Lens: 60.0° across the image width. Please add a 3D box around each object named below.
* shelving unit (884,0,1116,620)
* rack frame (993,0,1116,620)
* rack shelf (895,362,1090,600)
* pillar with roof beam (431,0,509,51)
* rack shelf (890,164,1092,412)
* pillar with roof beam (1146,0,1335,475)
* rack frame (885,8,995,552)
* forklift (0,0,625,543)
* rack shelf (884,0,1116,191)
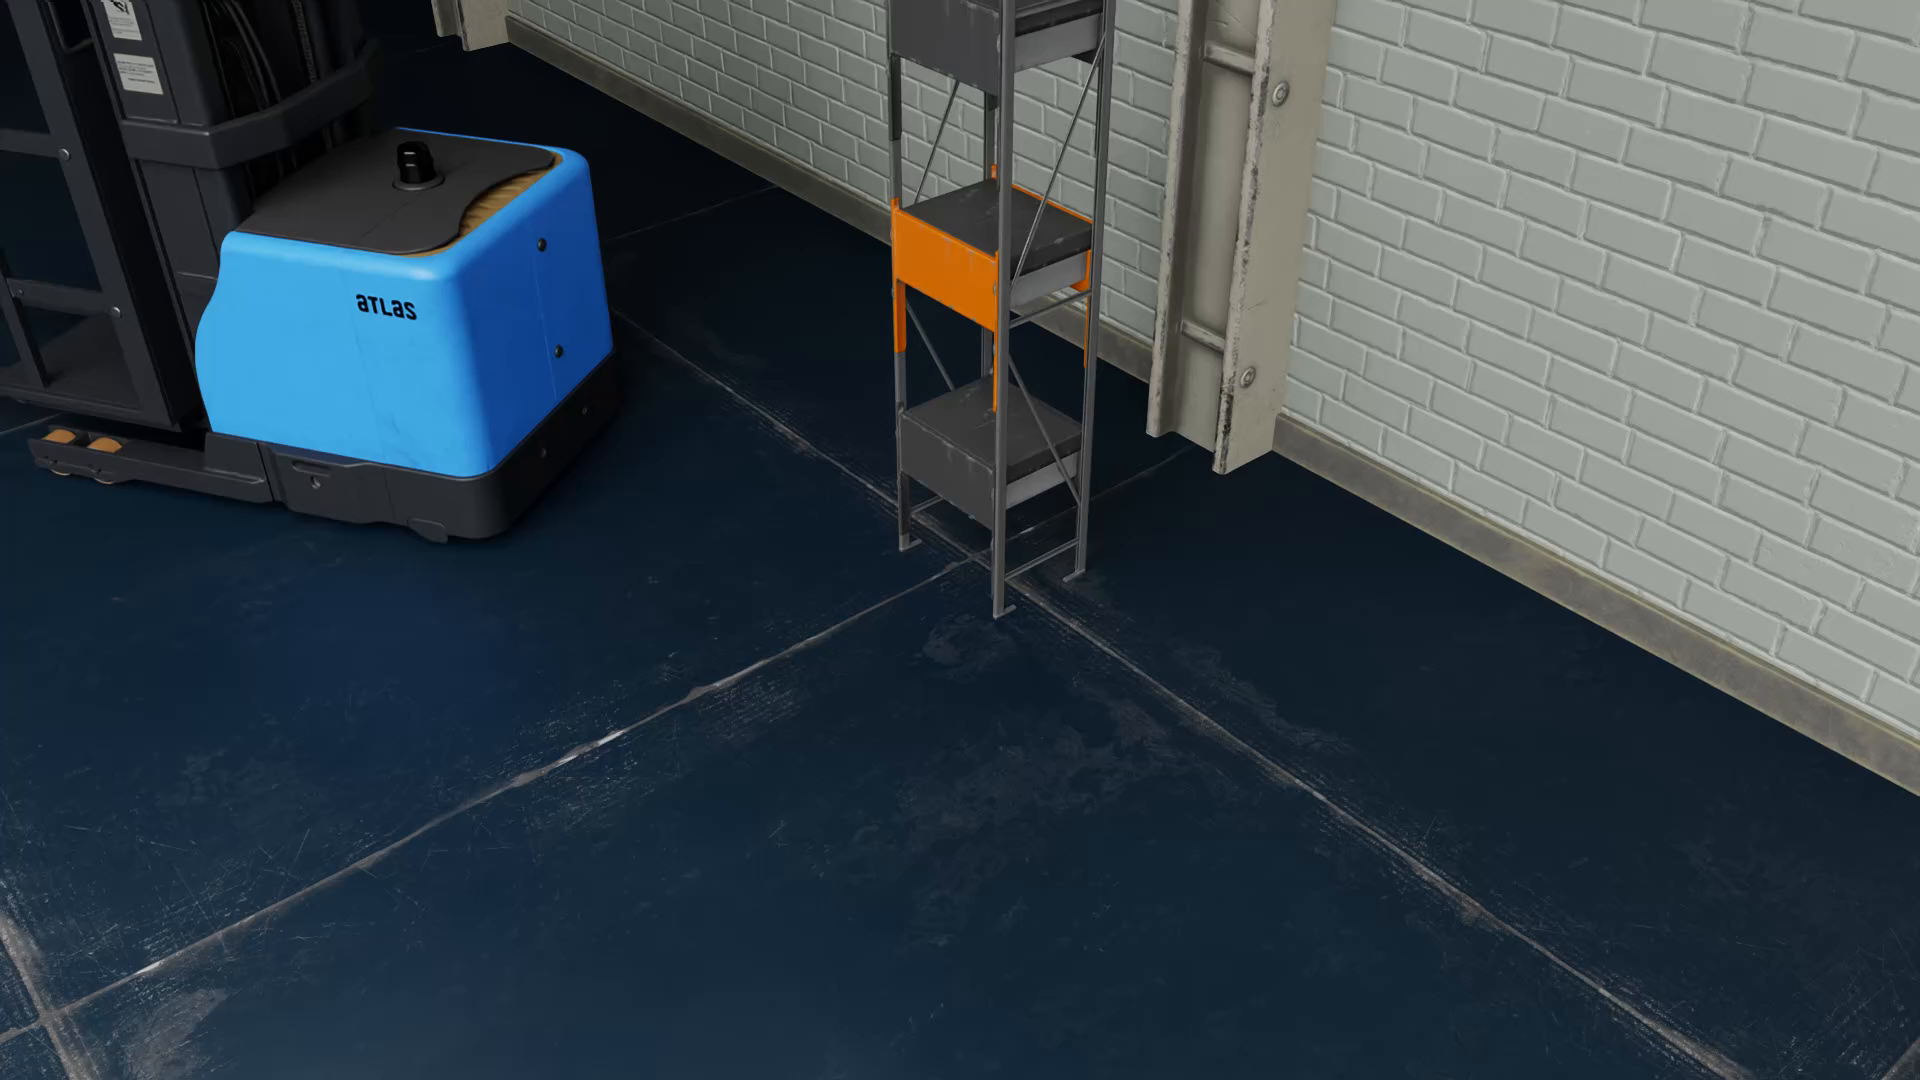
[{"bbox_3d":[0.107,-0.784,5.040,0.431,2.100,0.503,-26,43,-32],"label":"shelving unit"},{"bbox_3d":[0.264,-0.676,4.888,0.400,2.100,0.015,-26,43,-32],"label":"rack frame"},{"bbox_3d":[0.107,-0.201,5.452,0.431,0.518,0.480,-26,43,-32],"label":"rack shelf"},{"bbox_3d":[-6.212,-5.097,5.161,9.100,9.000,0.400,-26,43,-32],"label":"pillar with roof beam"},{"bbox_3d":[0.107,-0.773,5.048,0.431,0.518,0.480,-26,43,-32],"label":"rack shelf"},{"bbox_3d":[-2.340,-2.448,1.421,9.100,9.000,0.400,-26,43,-32],"label":"pillar with roof beam"},{"bbox_3d":[-0.051,-0.892,5.192,0.400,2.100,0.015,-26,43,-32],"label":"rack frame"},{"bbox_3d":[-2.858,-1.677,5.582,3.031,2.935,1.130,10,37,14],"label":"forklift"},{"bbox_3d":[0.107,-1.344,4.643,0.431,0.518,0.480,-26,43,-32],"label":"rack shelf"}]
